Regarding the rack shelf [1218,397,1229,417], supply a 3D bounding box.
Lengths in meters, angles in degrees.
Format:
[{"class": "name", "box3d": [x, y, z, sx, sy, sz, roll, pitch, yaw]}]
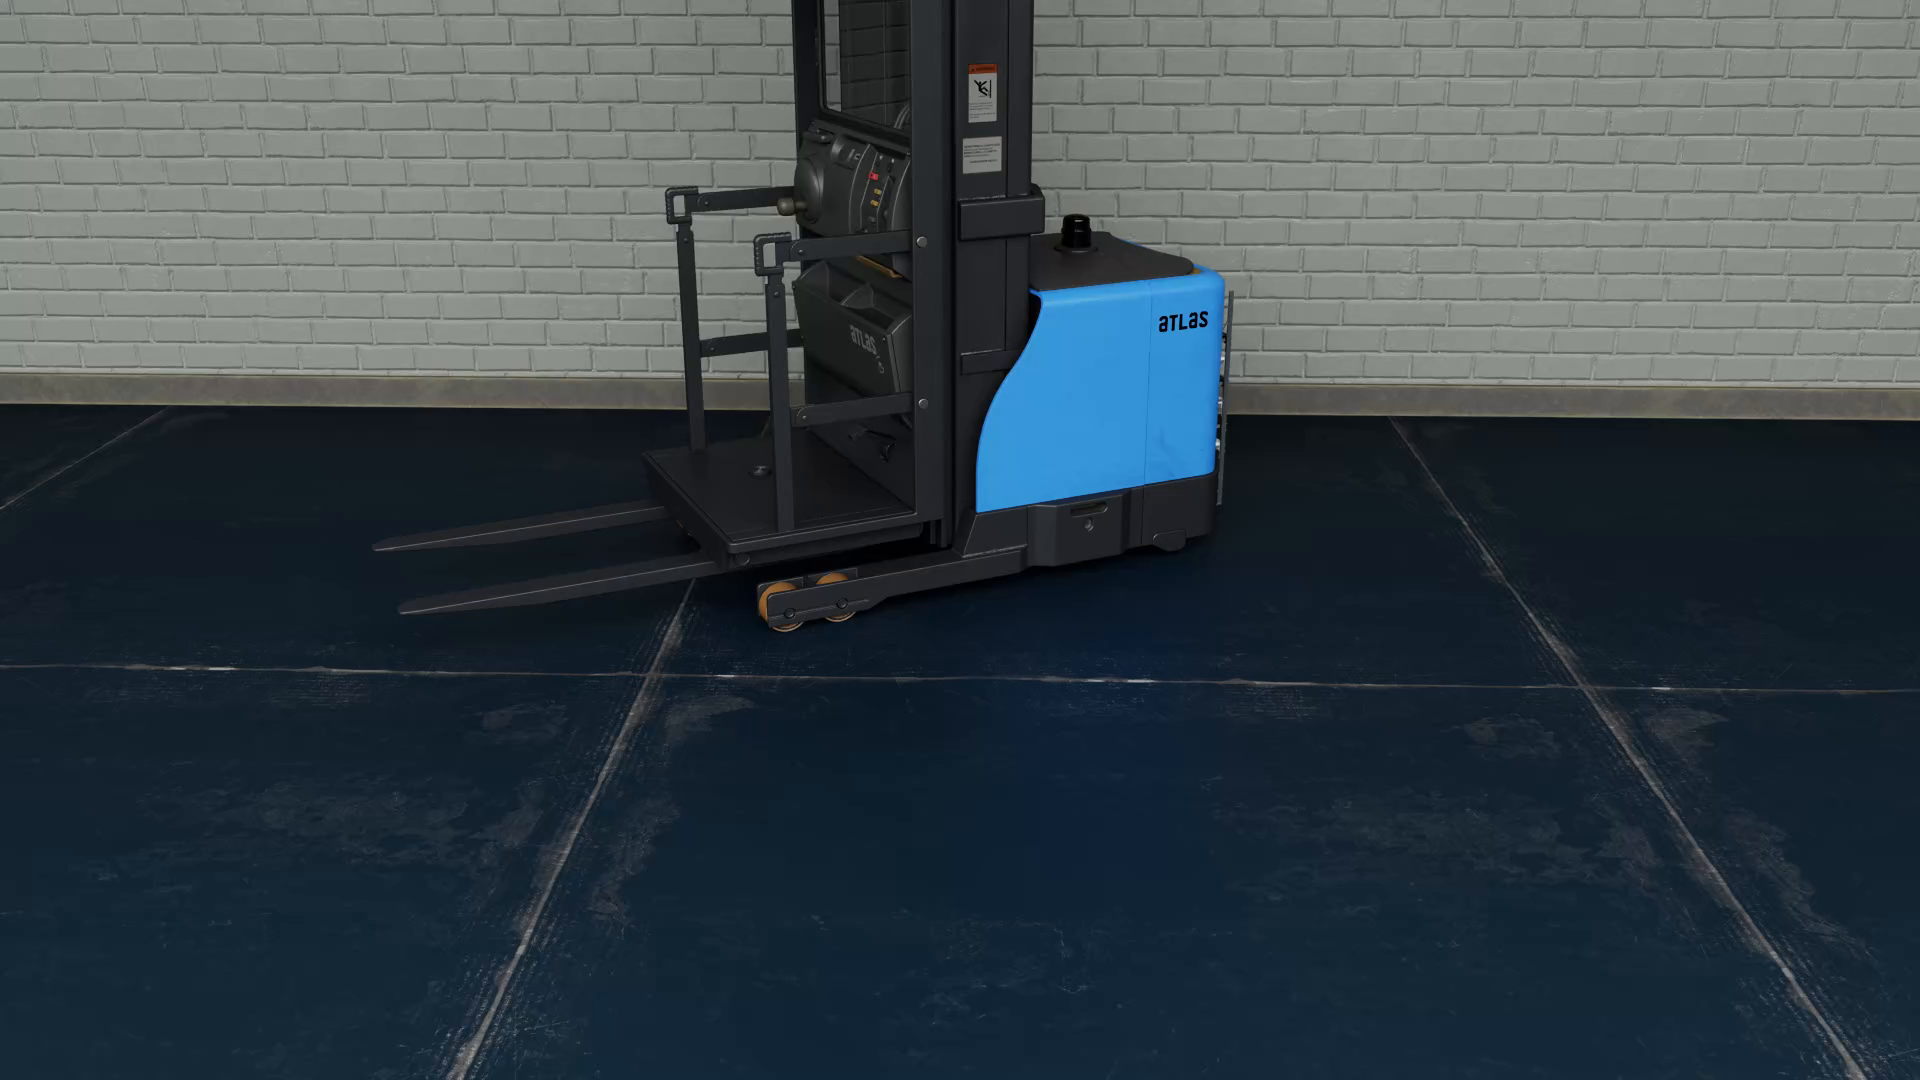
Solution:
[{"class": "rack shelf", "box3d": [0.932, -0.551, 6.797, 0.258, 0.077, 0.200, -10, 23, -24]}]

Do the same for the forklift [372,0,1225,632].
[{"class": "forklift", "box3d": [-0.567, -1.269, 5.746, 3.031, 2.935, 1.130, -10, 23, -24]}]

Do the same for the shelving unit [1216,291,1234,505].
[{"class": "shelving unit", "box3d": [0.932, -0.582, 6.785, 0.258, 0.900, 0.210, -10, 23, -24]}]

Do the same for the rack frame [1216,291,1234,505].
[{"class": "rack frame", "box3d": [0.976, -0.549, 6.699, 0.240, 0.900, 0.006, -10, 23, -24]}]

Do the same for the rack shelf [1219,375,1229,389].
[{"class": "rack shelf", "box3d": [0.932, -0.635, 6.764, 0.258, 0.077, 0.200, -10, 23, -24]}]

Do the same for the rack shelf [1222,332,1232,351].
[{"class": "rack shelf", "box3d": [0.932, -0.803, 6.699, 0.258, 0.077, 0.200, -10, 23, -24]}]

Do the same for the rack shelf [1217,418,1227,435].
[{"class": "rack shelf", "box3d": [0.932, -0.467, 6.829, 0.258, 0.077, 0.200, -10, 23, -24]}]

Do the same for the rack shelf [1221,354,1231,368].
[{"class": "rack shelf", "box3d": [0.932, -0.719, 6.732, 0.258, 0.077, 0.200, -10, 23, -24]}]

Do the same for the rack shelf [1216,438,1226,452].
[{"class": "rack shelf", "box3d": [0.932, -0.383, 6.862, 0.258, 0.077, 0.200, -10, 23, -24]}]
